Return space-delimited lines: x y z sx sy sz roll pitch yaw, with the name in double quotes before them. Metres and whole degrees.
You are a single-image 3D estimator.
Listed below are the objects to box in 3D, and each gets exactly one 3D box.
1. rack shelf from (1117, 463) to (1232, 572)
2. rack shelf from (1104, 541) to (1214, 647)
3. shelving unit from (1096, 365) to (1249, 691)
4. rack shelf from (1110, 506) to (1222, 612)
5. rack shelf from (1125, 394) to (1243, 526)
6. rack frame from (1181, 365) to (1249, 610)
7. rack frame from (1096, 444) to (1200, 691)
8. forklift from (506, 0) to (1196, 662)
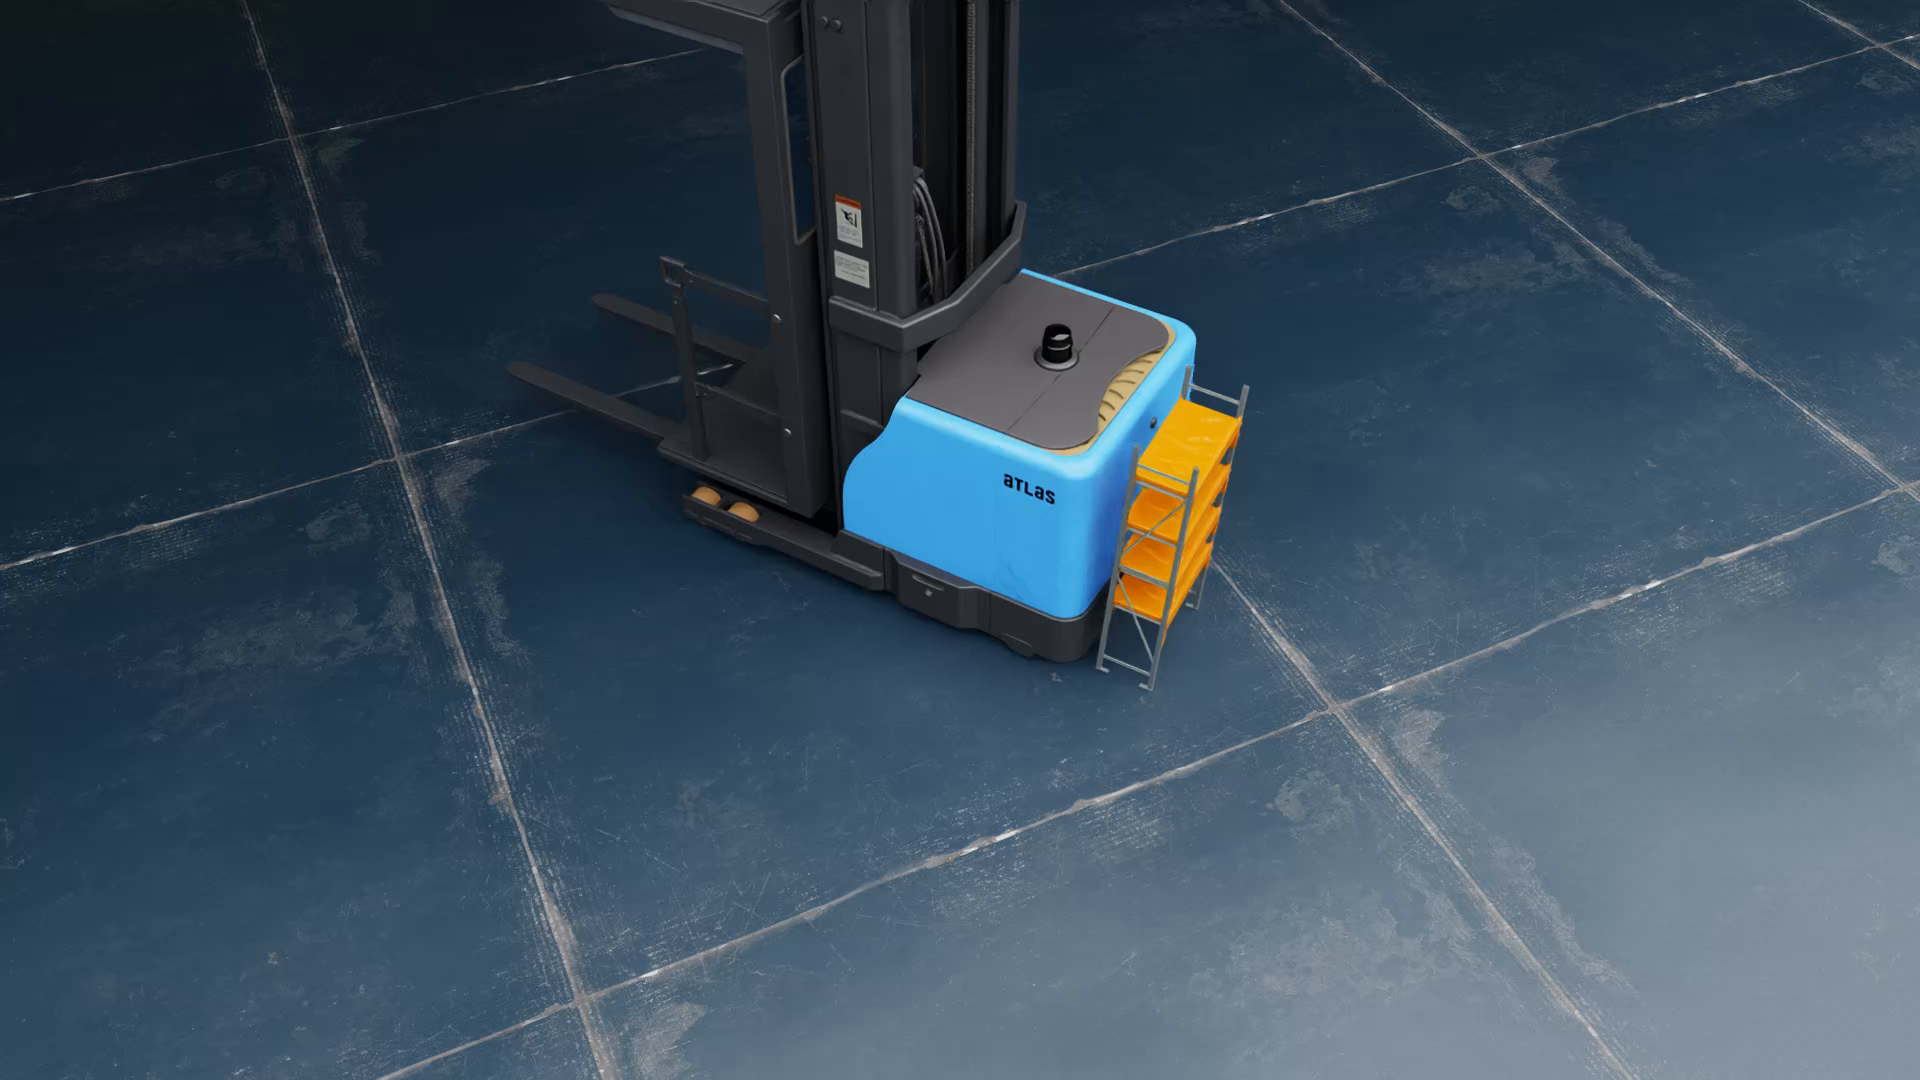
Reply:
"rack shelf" 0.796 -0.130 6.164 0.258 0.148 0.480 22 49 16
"rack shelf" 0.775 0.162 6.468 0.258 0.148 0.480 22 49 16
"shelving unit" 0.788 -0.022 6.276 0.258 1.200 0.503 22 49 16
"rack shelf" 0.785 0.025 6.325 0.258 0.148 0.480 22 49 16
"rack shelf" 0.808 -0.294 5.993 0.258 0.148 0.480 22 49 16
"rack frame" 0.899 -0.174 6.431 0.240 1.200 0.015 22 49 16
"rack frame" 0.677 0.131 6.122 0.240 1.200 0.015 22 49 16
"forklift" -0.603 -1.336 6.386 3.031 2.935 1.130 22 49 21
